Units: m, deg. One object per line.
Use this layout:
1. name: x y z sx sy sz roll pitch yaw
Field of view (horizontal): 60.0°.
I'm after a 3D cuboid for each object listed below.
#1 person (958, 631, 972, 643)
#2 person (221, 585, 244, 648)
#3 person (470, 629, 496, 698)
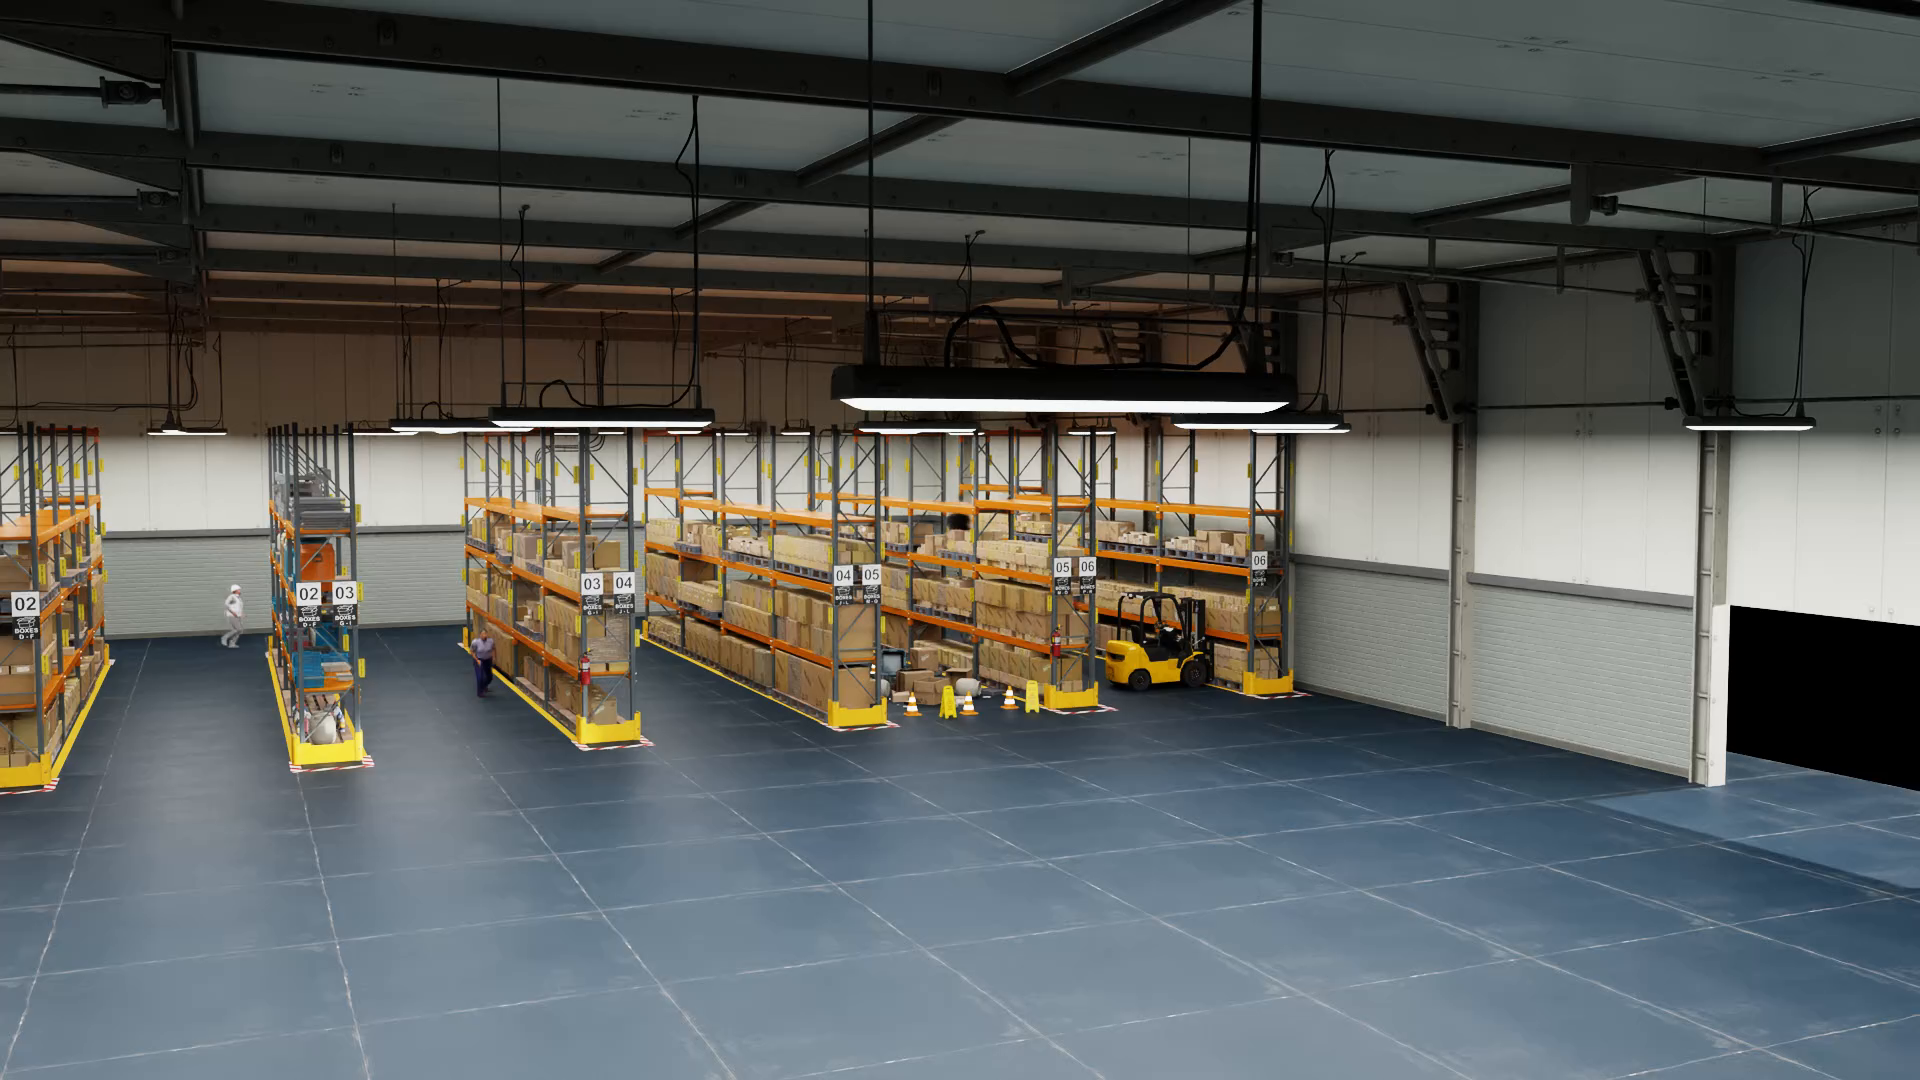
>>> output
1. person: 0.125 2.087 46.291 0.578 1.639 0.619 3 5 44
2. person: -19.947 2.092 45.618 0.531 1.706 0.748 0 4 -6
3. person: -10.572 2.702 36.802 0.612 1.551 0.781 -3 4 -37
